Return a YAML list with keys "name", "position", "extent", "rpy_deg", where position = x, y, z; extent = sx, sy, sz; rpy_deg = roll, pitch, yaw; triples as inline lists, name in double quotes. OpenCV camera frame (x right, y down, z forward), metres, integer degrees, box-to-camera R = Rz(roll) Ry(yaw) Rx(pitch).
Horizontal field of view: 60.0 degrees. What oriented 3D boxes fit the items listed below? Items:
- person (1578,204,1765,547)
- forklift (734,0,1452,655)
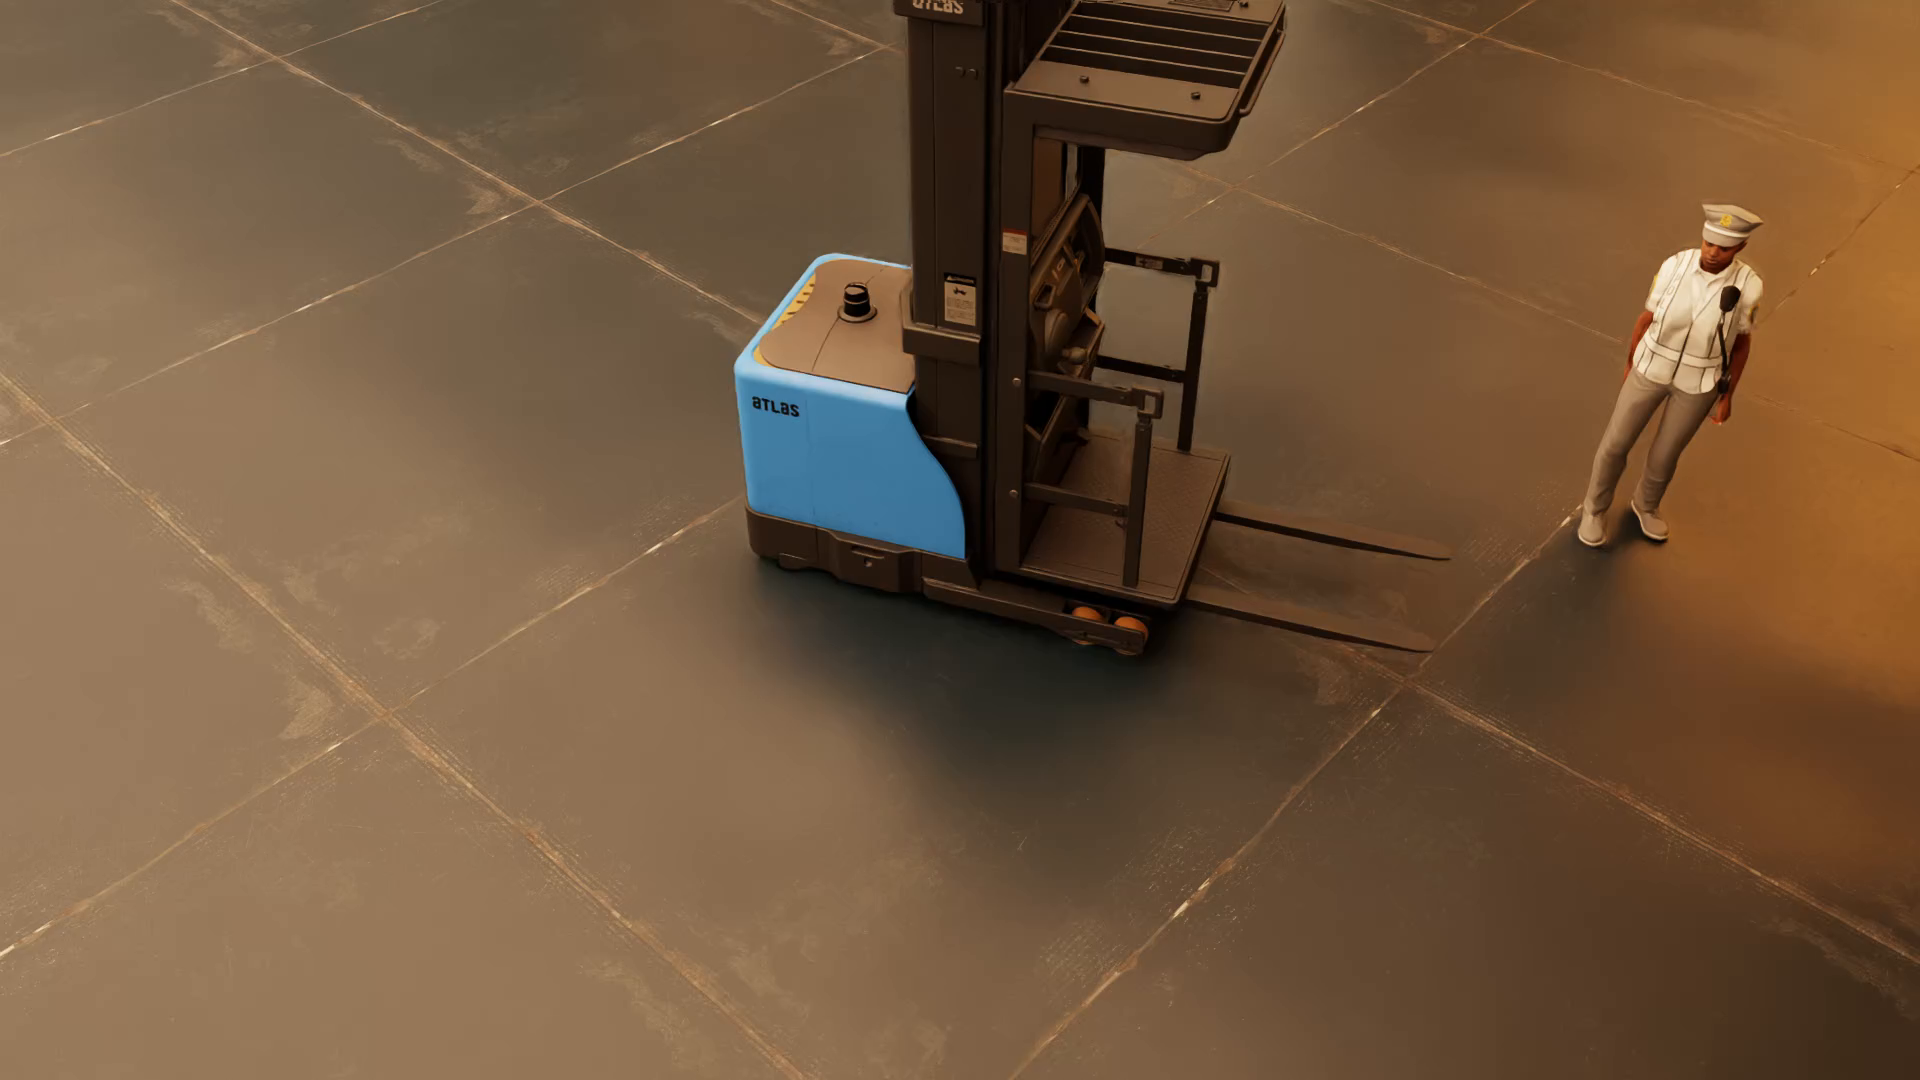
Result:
- name: "person"
  position: [3.103, -0.678, 7.199]
  extent: [0.495, 1.680, 0.450]
  rpy_deg: [23, 46, 25]
- name: "forklift"
  position: [0.615, -1.012, 6.607]
  extent: [3.031, 2.935, 1.130]
  rpy_deg: [13, 42, 14]
